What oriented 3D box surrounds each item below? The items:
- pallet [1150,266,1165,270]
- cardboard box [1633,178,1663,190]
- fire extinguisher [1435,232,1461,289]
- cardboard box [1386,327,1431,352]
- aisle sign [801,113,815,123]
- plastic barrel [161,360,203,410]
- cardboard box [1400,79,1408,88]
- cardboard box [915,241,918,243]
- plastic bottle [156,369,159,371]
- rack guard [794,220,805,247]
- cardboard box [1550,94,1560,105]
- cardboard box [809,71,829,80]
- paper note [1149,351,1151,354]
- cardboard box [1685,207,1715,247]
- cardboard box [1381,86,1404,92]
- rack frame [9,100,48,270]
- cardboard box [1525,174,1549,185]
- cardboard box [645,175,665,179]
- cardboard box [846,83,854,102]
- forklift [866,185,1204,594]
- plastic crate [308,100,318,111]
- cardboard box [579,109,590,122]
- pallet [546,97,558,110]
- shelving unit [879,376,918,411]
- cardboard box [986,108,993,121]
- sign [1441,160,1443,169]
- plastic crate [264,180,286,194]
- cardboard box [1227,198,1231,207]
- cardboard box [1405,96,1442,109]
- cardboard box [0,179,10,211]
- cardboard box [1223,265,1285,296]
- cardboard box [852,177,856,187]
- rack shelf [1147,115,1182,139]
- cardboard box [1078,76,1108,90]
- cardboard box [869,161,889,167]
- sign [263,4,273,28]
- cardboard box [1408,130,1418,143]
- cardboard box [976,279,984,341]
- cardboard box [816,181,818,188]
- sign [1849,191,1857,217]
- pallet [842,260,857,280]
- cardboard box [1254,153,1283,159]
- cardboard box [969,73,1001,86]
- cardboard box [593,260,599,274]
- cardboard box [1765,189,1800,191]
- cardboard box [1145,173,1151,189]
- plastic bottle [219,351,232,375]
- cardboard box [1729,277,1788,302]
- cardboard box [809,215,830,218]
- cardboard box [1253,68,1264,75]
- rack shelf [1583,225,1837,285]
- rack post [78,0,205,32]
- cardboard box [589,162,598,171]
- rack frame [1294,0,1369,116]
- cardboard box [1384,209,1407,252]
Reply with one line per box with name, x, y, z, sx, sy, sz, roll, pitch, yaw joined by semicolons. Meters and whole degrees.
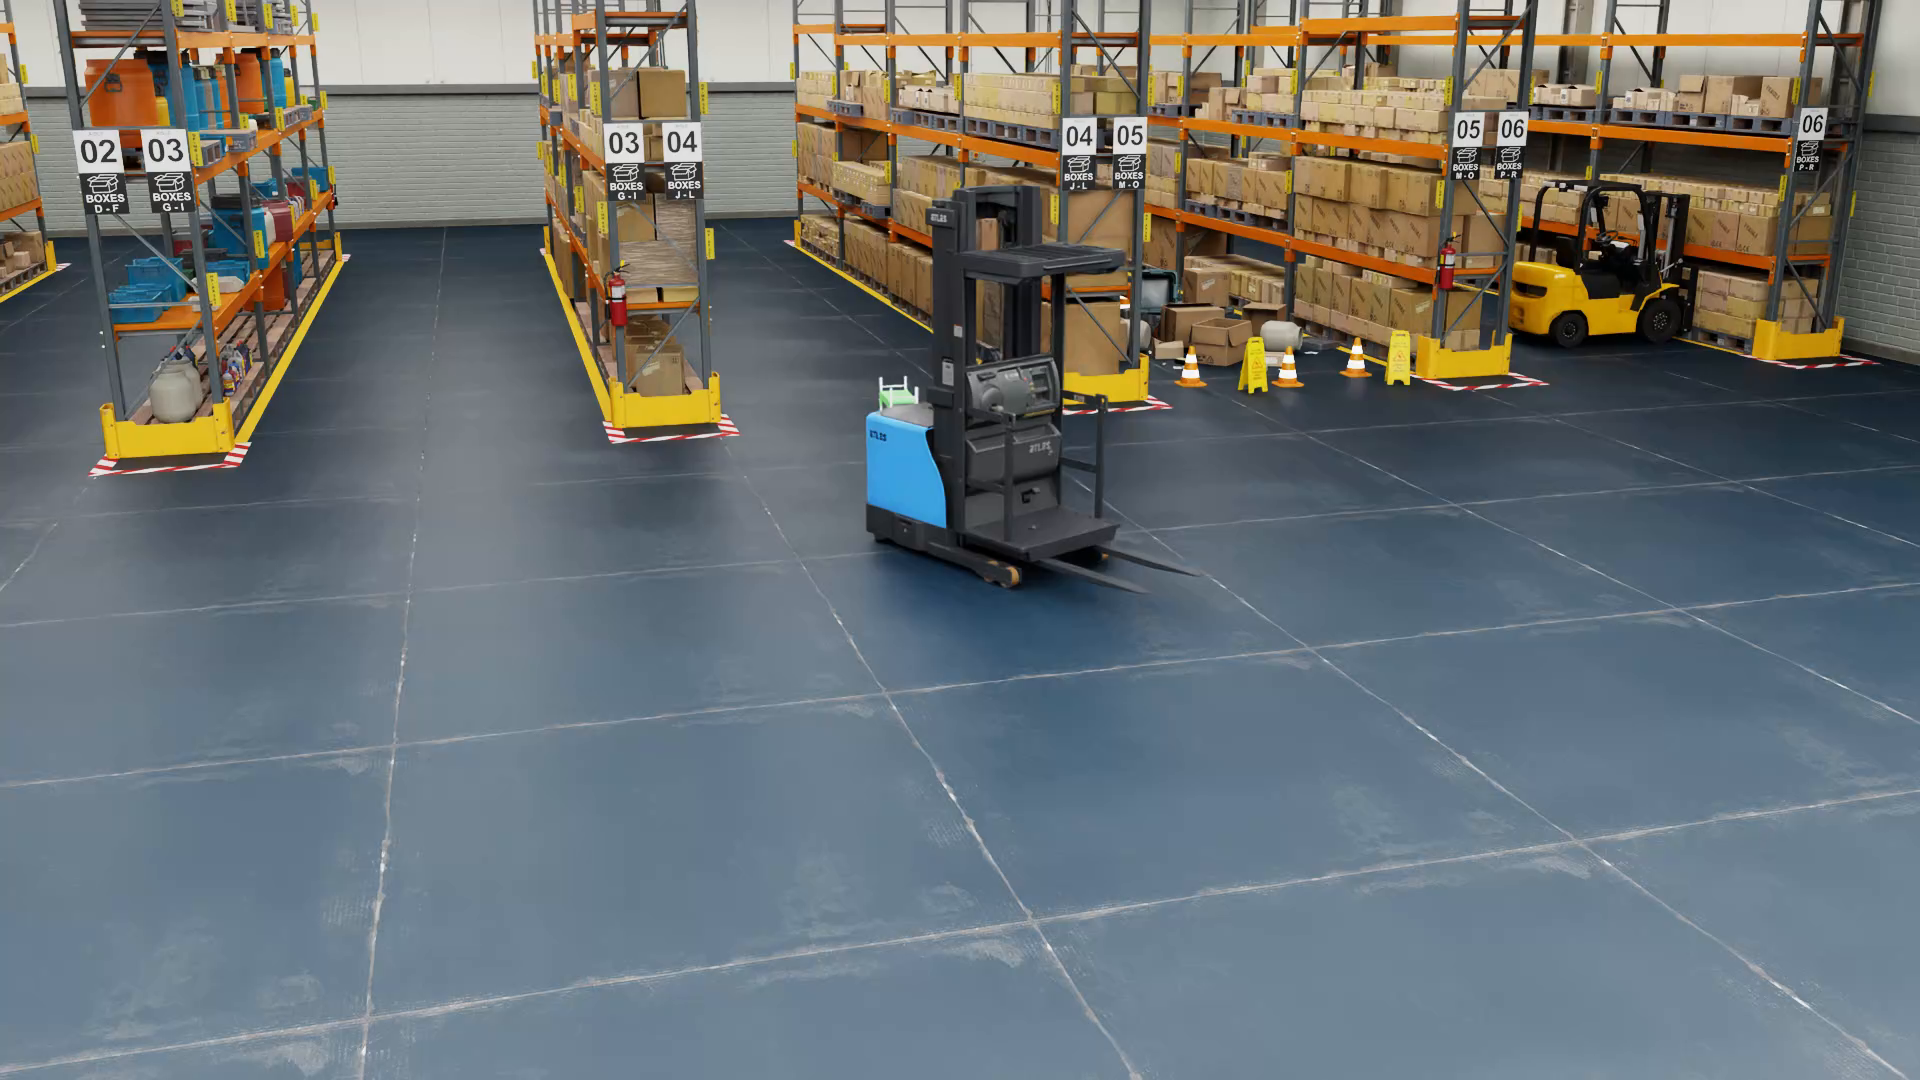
pallet;3.981;-4.598;28.892;1.003;0.211;1.213;-5;17;-15
cardboard box;10.008;-5.171;24.136;0.380;0.149;0.250;-4;17;-14
fire extinguisher;5.912;-3.391;20.163;0.296;0.674;0.183;-5;17;-15
cardboard box;5.836;-2.590;21.409;0.500;0.250;0.500;-5;17;-16
aisle sign;-3.113;-8.745;33.330;0.394;0.787;0.004;-5;17;-15
plastic barrel;-8.359;-1.646;17.812;0.421;0.512;0.421;0;17;0
cardboard box;8.161;-8.232;29.979;0.380;0.149;0.250;-5;17;-15
cardboard box;-0.563;-4.863;27.239;0.500;0.250;0.500;-6;18;-18
plastic bottle;-8.936;-1.773;18.610;0.152;0.276;0.135;-5;17;-15
rack guard;-2.784;-6.285;34.006;1.175;0.500;0.348;-5;17;-15
cardboard box;9.402;-6.842;25.834;0.380;0.149;0.250;-5;17;-15
cardboard box;-2.658;-8.827;31.609;0.380;0.149;0.250;-4;17;-14
paper note;2.626;-2.527;22.325;0.172;0.023;0.155;1;17;4
cardboard box;10.433;-4.339;23.010;0.500;0.500;0.500;-5;17;-16
cardboard box;7.944;-8.237;30.480;0.380;0.149;0.250;-4;17;-14
rack frame;-17.128;-6.357;29.900;1.000;3.000;0.127;-5;17;-15
cardboard box;9.309;-5.783;26.689;0.380;0.149;0.250;-5;17;-15
cardboard box;-3.640;-4.109;19.990;0.500;0.500;0.500;-5;17;-15
cardboard box;-1.666;-7.732;28.688;0.500;0.311;0.500;-5;17;-16
forklift;0.562;-1.199;12.850;1.130;2.935;3.031;-14;22;-39
plastic crate;-11.818;-7.832;29.966;0.450;0.188;0.336;-5;17;-15
cardboard box;-4.511;-5.261;20.606;0.380;0.149;0.250;-5;17;-17
pallet;-6.717;-7.654;29.158;1.003;0.211;1.213;-5;17;-15
shelving unit;-0.531;-0.785;14.480;0.258;1.200;0.503;-4;17;-12
cardboard box;0.548;-5.340;20.835;0.380;0.149;0.250;-5;17;-16
sign;8.378;-6.574;28.748;0.100;0.325;0.005;-5;17;-15
plastic crate;-12.432;-6.419;30.295;0.416;0.233;0.300;-5;17;-15
cardboard box;4.424;-5.312;26.130;0.380;0.149;0.250;-4;17;-13
cardboard box;5.805;-5.483;20.827;0.380;0.149;0.250;-5;17;-15
cardboard box;-16.186;-5.741;27.675;0.500;0.500;0.500;-5;17;-16
cardboard box;4.684;-4.081;26.163;0.950;0.372;0.625;-4;17;-13
cardboard box;-1.608;-6.042;28.042;0.380;0.149;0.250;-5;17;-16
rack shelf;3.576;-7.355;29.259;1.077;0.370;4.000;-5;17;-15
cardboard box;1.599;-5.352;19.488;0.380;0.149;0.250;-5;17;-15
cardboard box;-1.408;-6.667;29.605;0.380;0.149;0.250;-4;17;-13
sign;-9.638;-7.298;23.168;0.100;0.325;0.005;-5;17;-15
cardboard box;5.817;-5.032;20.712;0.380;0.149;0.250;-4;17;-14
cardboard box;0.598;-3.188;22.314;0.875;0.875;0.875;-4;17;-14
cardboard box;-2.553;-6.840;31.945;0.380;0.149;0.250;-4;17;-13
sign;11.631;-4.385;21.693;0.100;0.325;0.005;-5;17;-15
pallet;-1.490;-4.846;29.717;1.003;0.211;1.213;-5;17;-15
cardboard box;4.846;-5.981;26.102;0.380;0.149;0.250;-6;18;-18
cardboard box;0.337;-5.933;21.422;0.380;0.149;0.250;-5;17;-16
cardboard box;-4.275;-3.338;20.287;0.380;0.149;0.250;-5;17;-15
cardboard box;11.083;-4.648;22.393;0.380;0.149;0.250;-4;17;-14
cardboard box;3.443;-6.272;29.011;0.500;0.250;0.500;-5;17;-17
plastic bottle;-8.695;-2.107;19.722;0.152;0.276;0.135;-5;17;-15
cardboard box;10.669;-3.356;22.222;0.500;0.250;0.500;-4;17;-13
cardboard box;-2.796;-6.385;33.186;0.380;0.149;0.250;-4;17;-14
cardboard box;6.579;-9.920;35.423;0.500;0.250;0.500;-5;17;-16
rack shelf;10.546;-4.099;23.634;1.077;0.370;4.000;-5;17;-15
rack post;-8.052;-5.174;16.405;0.937;0.300;0.954;-3;17;-9
cardboard box;-4.388;-4.539;22.075;1.000;1.000;1.000;-5;17;-15
rack frame;5.225;-7.476;23.199;1.000;3.000;0.127;-5;17;-15
cardboard box;5.777;-3.954;21.211;0.500;0.500;0.500;-5;17;-15
